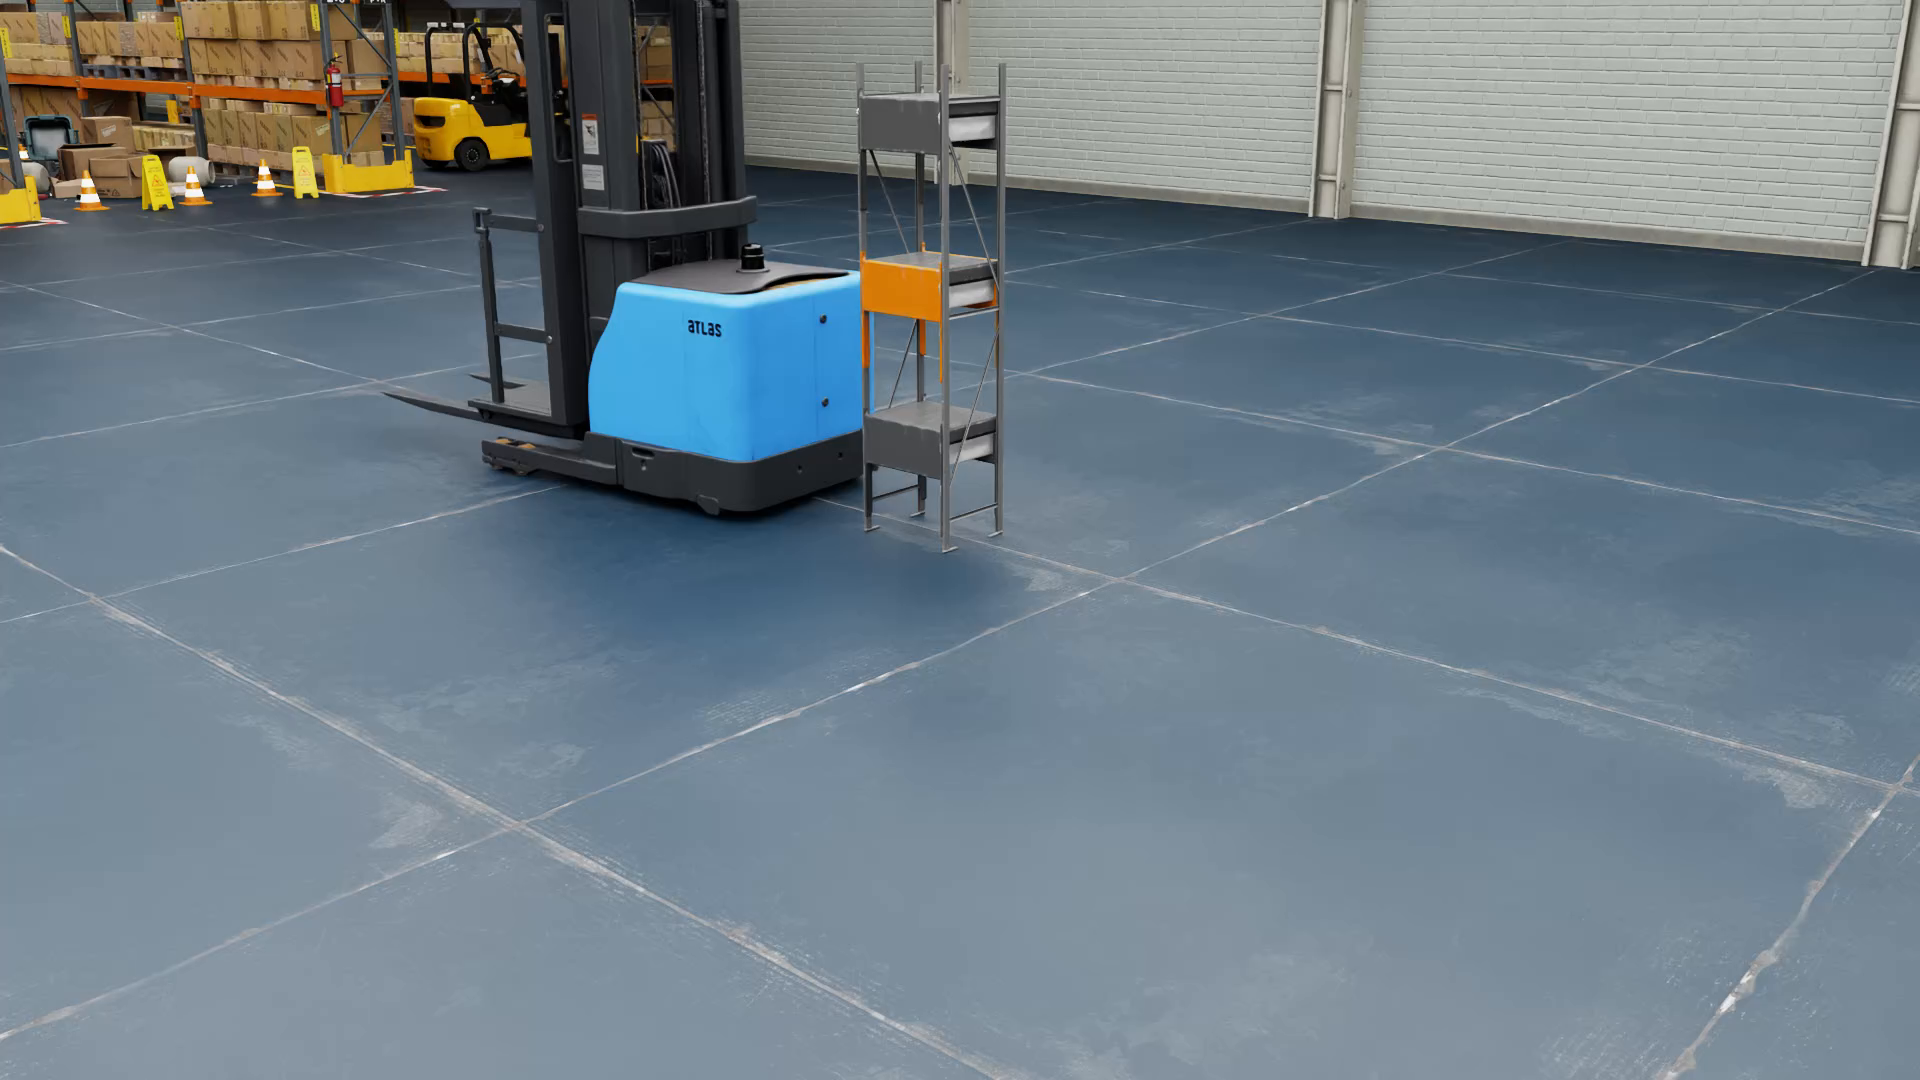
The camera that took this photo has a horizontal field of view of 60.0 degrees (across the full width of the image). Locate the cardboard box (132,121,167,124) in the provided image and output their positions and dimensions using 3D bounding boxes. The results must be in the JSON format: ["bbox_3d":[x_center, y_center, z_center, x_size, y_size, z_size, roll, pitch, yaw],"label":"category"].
[{"bbox_3d":[-13.545,-6.634,27.205,0.625,0.372,0.950,13,22,36],"label":"cardboard box"}]

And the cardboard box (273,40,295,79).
[{"bbox_3d":[-8.938,-6.533,22.581,0.500,0.500,0.500,15,23,39],"label":"cardboard box"}]

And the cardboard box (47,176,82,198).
[{"bbox_3d":[-11.671,-4.627,21.751,0.396,0.266,0.258,-13,22,-36],"label":"cardboard box"}]

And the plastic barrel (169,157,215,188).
[{"bbox_3d":[-10.528,-5.040,22.792,0.512,0.421,0.421,-3,18,-8],"label":"plastic barrel"}]

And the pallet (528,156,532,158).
[{"bbox_3d":[-7.111,-6.624,28.135,1.213,0.211,1.003,15,23,39],"label":"pallet"}]

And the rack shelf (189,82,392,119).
[{"bbox_3d":[-9.474,-6.254,23.549,4.000,0.370,1.077,15,23,39],"label":"rack shelf"}]

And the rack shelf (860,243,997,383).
[{"bbox_3d":[-0.124,-1.021,7.403,0.480,0.518,0.431,15,23,39],"label":"rack shelf"}]

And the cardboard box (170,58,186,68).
[{"bbox_3d":[-11.538,-7.120,24.808,0.250,0.149,0.380,15,23,40],"label":"cardboard box"}]

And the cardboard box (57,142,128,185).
[{"bbox_3d":[-11.677,-5.036,22.424,0.503,0.637,0.797,15,23,39],"label":"cardboard box"}]

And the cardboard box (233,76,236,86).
[{"bbox_3d":[-10.123,-6.554,23.718,0.250,0.149,0.380,15,23,39],"label":"cardboard box"}]

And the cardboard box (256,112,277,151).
[{"bbox_3d":[-9.516,-5.751,23.386,0.500,0.500,0.500,14,23,38],"label":"cardboard box"}]

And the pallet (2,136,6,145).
[{"bbox_3d":[-17.470,-7.446,30.725,1.213,0.211,1.003,15,23,39],"label":"pallet"}]

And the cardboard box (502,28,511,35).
[{"bbox_3d":[-7.369,-8.462,27.586,0.250,0.149,0.380,15,23,40],"label":"cardboard box"}]

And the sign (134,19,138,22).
[{"bbox_3d":[-13.608,-8.440,27.465,0.005,0.325,0.100,15,23,39],"label":"sign"}]

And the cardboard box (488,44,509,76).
[{"bbox_3d":[-7.519,-8.022,27.764,0.500,0.500,0.500,14,22,38],"label":"cardboard box"}]

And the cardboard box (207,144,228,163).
[{"bbox_3d":[-10.707,-5.709,24.492,0.500,0.250,0.500,14,22,37],"label":"cardboard box"}]

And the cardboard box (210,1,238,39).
[{"bbox_3d":[-10.059,-7.313,23.385,0.500,0.500,0.700,14,23,38],"label":"cardboard box"}]

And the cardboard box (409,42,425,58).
[{"bbox_3d":[-9.348,-8.641,29.302,0.500,0.250,0.500,15,23,40],"label":"cardboard box"}]

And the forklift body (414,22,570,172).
[{"bbox_3d":[-7.315,-6.883,25.743,1.214,2.155,2.313,15,23,39],"label":"forklift body"}]

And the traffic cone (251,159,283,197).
[{"bbox_3d":[-9.156,-4.781,21.911,0.334,0.463,0.336,15,23,39],"label":"traffic cone"}]

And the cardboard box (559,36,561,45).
[{"bbox_3d":[-6.234,-8.005,26.638,0.250,0.149,0.380,15,23,39],"label":"cardboard box"}]

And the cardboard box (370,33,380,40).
[{"bbox_3d":[-10.426,-9.098,30.084,0.250,0.149,0.380,16,23,40],"label":"cardboard box"}]

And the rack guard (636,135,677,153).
[{"bbox_3d":[-4.668,-6.123,26.078,0.348,0.500,1.175,15,23,39],"label":"rack guard"}]

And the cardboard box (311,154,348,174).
[{"bbox_3d":[-8.779,-5.191,22.862,0.500,0.250,0.500,15,23,39],"label":"cardboard box"}]

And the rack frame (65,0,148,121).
[{"bbox_3d":[-13.961,-7.802,27.236,0.127,3.000,1.000,15,23,39],"label":"rack frame"}]

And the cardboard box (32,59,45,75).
[{"bbox_3d":[-15.270,-7.977,28.035,0.500,0.250,0.500,15,23,39],"label":"cardboard box"}]

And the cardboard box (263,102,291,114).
[{"bbox_3d":[-9.451,-6.016,23.150,0.250,0.149,0.380,16,24,42],"label":"cardboard box"}]

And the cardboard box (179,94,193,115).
[{"bbox_3d":[-16.258,-9.398,35.698,0.637,0.503,0.797,14,22,37],"label":"cardboard box"}]

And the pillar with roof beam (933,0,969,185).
[{"bbox_3d":[-2.978,-8.344,19.026,0.400,9.000,9.100,15,23,39],"label":"pillar with roof beam"}]

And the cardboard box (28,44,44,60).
[{"bbox_3d":[-15.275,-8.209,27.939,0.500,0.250,0.500,14,23,38],"label":"cardboard box"}]

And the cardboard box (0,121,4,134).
[{"bbox_3d":[-17.351,-7.734,30.564,0.875,0.438,0.875,15,23,38],"label":"cardboard box"}]

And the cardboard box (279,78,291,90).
[{"bbox_3d":[-9.053,-6.229,22.696,0.250,0.149,0.380,16,23,40],"label":"cardboard box"}]

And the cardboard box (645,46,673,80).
[{"bbox_3d":[-4.872,-7.529,26.212,0.500,0.500,0.500,16,24,41],"label":"cardboard box"}]

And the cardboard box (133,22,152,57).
[{"bbox_3d":[-12.221,-7.633,25.354,0.500,0.500,0.500,16,24,41],"label":"cardboard box"}]

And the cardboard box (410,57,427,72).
[{"bbox_3d":[-9.350,-8.401,29.372,0.500,0.250,0.500,16,24,41],"label":"cardboard box"}]

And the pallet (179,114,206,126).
[{"bbox_3d":[-15.999,-9.027,35.708,1.213,0.211,1.003,15,23,39],"label":"pallet"}]

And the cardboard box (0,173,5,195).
[{"bbox_3d":[-11.739,-4.364,19.221,0.875,0.875,0.875,15,23,40],"label":"cardboard box"}]

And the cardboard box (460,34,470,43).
[{"bbox_3d":[-8.286,-8.545,28.341,0.250,0.149,0.380,15,23,38],"label":"cardboard box"}]

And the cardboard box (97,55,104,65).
[{"bbox_3d":[-13.478,-7.645,26.463,0.250,0.149,0.380,13,22,36],"label":"cardboard box"}]

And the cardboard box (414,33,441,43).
[{"bbox_3d":[-9.306,-8.783,29.090,0.250,0.149,0.380,14,23,38],"label":"cardboard box"}]

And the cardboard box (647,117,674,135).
[{"bbox_3d":[-4.900,-6.588,26.438,0.500,0.250,0.500,16,23,40],"label":"cardboard box"}]

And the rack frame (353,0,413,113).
[{"bbox_3d":[-10.669,-8.925,30.777,0.127,3.000,1.000,15,23,39],"label":"rack frame"}]

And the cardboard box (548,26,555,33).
[{"bbox_3d":[-6.422,-8.203,26.771,0.250,0.149,0.380,15,23,39],"label":"cardboard box"}]

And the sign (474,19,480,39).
[{"bbox_3d":[-8.031,-8.512,27.690,0.005,0.325,0.100,15,23,39],"label":"sign"}]

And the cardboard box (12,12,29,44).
[{"bbox_3d":[-15.652,-8.676,28.173,0.500,0.500,0.500,15,23,38],"label":"cardboard box"}]

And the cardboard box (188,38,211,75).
[{"bbox_3d":[-10.825,-7.037,24.168,0.500,0.500,0.500,15,23,39],"label":"cardboard box"}]

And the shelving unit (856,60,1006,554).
[{"bbox_3d":[-0.124,-1.034,7.399,0.503,2.100,0.431,15,23,39],"label":"shelving unit"}]

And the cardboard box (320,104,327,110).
[{"bbox_3d":[-11.889,-8.178,31.859,0.500,0.500,0.500,16,24,42],"label":"cardboard box"}]

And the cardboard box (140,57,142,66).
[{"bbox_3d":[-12.420,-7.404,25.704,0.250,0.149,0.380,14,22,37],"label":"cardboard box"}]

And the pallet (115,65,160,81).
[{"bbox_3d":[-12.454,-7.322,26.042,1.213,0.211,1.003,15,23,39],"label":"pallet"}]

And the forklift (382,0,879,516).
[{"bbox_3d":[-1.904,-1.846,8.583,3.031,2.935,1.130,12,21,34],"label":"forklift"}]

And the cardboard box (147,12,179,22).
[{"bbox_3d":[-11.989,-7.874,25.041,0.250,0.149,0.380,14,22,38],"label":"cardboard box"}]

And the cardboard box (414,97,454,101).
[{"bbox_3d":[-9.214,-7.601,29.834,0.625,0.625,0.875,14,22,37],"label":"cardboard box"}]

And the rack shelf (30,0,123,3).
[{"bbox_3d":[-15.457,-9.290,28.156,4.000,0.370,1.077,15,23,39],"label":"rack shelf"}]

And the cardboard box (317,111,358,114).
[{"bbox_3d":[-8.810,-5.776,23.463,0.500,0.500,0.500,14,22,37],"label":"cardboard box"}]
